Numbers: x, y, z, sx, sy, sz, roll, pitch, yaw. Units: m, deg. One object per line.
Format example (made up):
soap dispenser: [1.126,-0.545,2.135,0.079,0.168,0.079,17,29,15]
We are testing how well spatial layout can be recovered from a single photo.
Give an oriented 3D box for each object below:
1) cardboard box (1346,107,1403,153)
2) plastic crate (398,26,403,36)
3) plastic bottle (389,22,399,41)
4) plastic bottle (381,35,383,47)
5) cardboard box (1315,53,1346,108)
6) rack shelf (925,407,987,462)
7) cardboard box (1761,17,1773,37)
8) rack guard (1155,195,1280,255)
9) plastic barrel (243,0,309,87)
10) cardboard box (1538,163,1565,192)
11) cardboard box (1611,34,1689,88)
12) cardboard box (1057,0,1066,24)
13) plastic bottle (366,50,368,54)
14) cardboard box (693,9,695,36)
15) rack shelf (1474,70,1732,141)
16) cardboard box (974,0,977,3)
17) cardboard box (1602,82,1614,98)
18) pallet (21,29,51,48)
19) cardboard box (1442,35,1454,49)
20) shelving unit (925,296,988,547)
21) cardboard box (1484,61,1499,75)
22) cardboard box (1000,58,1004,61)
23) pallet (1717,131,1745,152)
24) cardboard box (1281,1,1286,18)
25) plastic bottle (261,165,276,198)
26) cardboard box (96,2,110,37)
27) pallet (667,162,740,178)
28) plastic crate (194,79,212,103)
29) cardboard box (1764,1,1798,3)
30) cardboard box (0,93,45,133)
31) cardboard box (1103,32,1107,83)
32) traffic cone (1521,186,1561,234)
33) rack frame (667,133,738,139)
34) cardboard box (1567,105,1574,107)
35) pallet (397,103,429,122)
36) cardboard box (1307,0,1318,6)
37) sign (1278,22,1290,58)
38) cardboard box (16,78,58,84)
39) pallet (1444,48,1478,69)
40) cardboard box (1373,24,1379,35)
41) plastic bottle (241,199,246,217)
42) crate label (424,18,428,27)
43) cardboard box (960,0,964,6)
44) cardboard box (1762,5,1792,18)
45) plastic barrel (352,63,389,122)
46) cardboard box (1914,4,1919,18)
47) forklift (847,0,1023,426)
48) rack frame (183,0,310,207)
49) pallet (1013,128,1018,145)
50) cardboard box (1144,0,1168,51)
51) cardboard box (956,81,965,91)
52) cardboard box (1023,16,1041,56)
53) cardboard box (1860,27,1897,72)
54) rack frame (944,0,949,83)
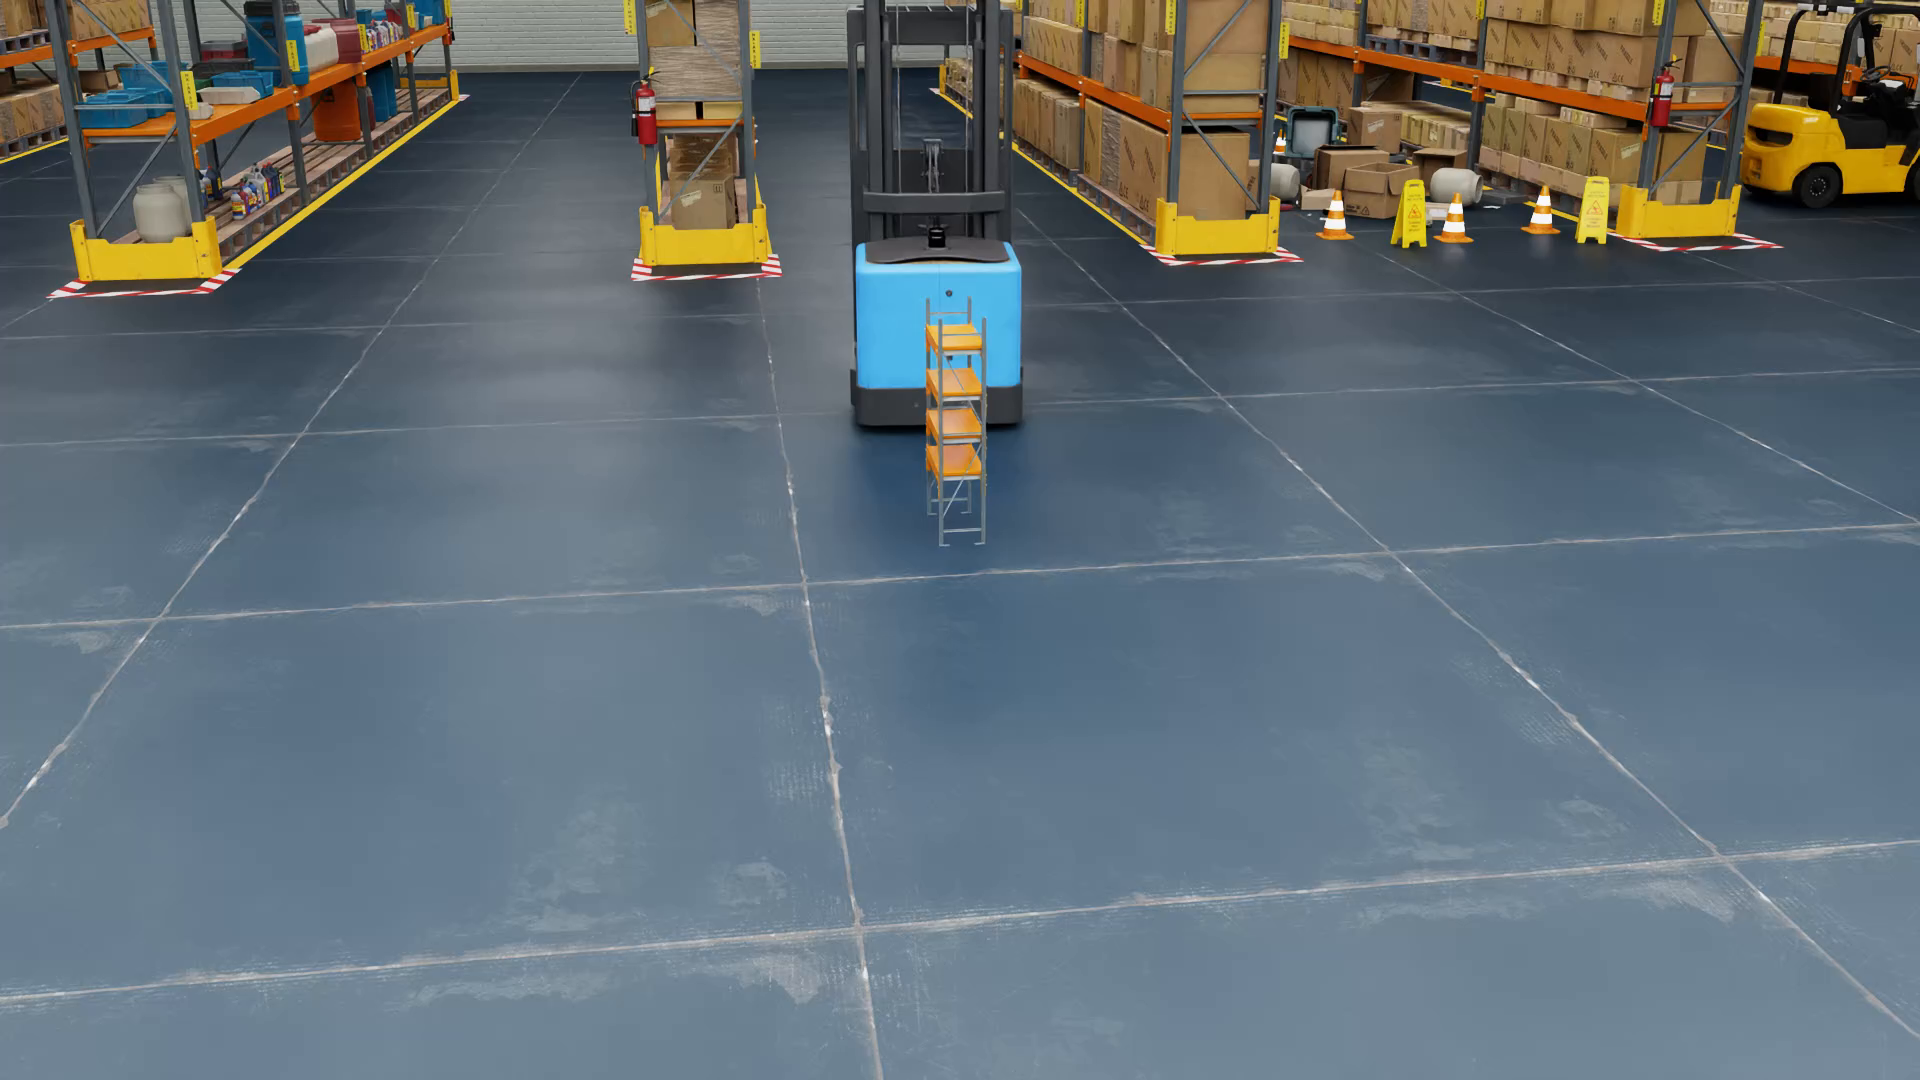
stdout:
cardboard box: [5.060,-5.011,20.335,0.500,0.500,0.500,-3,21,-8]
plastic crate: [-8.970,-8.020,26.194,0.396,0.136,0.243,-3,21,-8]
plastic bottle: [-8.667,-7.769,25.408,0.152,0.276,0.135,-3,21,-8]
plastic bottle: [-8.445,-7.267,24.171,0.097,0.201,0.097,0,20,0]
cardboard box: [6.099,-7.066,25.784,0.875,0.875,0.875,-3,21,-7]
rack shelf: [-0.024,-0.556,8.683,0.258,0.148,0.480,-3,21,-8]
cardboard box: [11.201,-7.031,22.753,0.500,0.250,0.500,-3,21,-7]
rack guard: [2.513,-3.078,16.244,1.175,0.500,0.348,-3,21,-8]
plastic barrel: [-7.647,-5.561,18.603,0.600,0.901,0.708,-3,21,-8]
cardboard box: [6.863,-4.078,18.677,0.500,0.250,0.500,-4,21,-10]
cardboard box: [7.043,-4.902,16.987,0.500,0.500,0.500,-3,21,-9]
cardboard box: [1.636,-6.857,21.217,0.700,0.500,0.500,-3,21,-8]
plastic bottle: [-8.251,-6.883,23.024,0.061,0.283,0.133,-3,21,-8]
cardboard box: [-2.884,-5.221,16.411,0.500,0.500,0.500,-3,21,-8]
rack shelf: [7.105,-4.898,18.571,1.077,0.370,4.000,-3,21,-8]
cardboard box: [0.428,-8.514,26.134,0.380,0.149,0.250,-2,21,-6]
cardboard box: [6.966,-4.715,17.413,0.380,0.149,0.250,-3,21,-9]
pallet: [-13.939,-7.327,24.320,1.003,0.211,1.213,-3,21,-8]
cardboard box: [6.376,-6.350,21.190,0.380,0.149,0.250,-3,21,-9]
shelving unit: [-0.024,-0.619,8.660,0.258,1.200,0.503,-3,21,-8]
cardboard box: [6.545,-5.684,20.007,0.380,0.149,0.250,-3,21,-8]
cardboard box: [0.625,-7.520,26.465,0.500,0.250,0.500,-4,21,-10]
pallet: [11.404,-5.549,23.271,1.003,0.211,1.213,-3,21,-8]
cardboard box: [5.448,-8.694,27.208,0.500,0.250,0.500,-4,21,-9]
plastic bottle: [-7.485,-3.868,17.942,0.144,0.351,0.185,-4,21,-10]
cardboard box: [-13.897,-8.286,26.472,0.500,0.500,0.500,-3,21,-8]
pallet: [-3.103,-4.391,20.170,1.003,0.211,1.213,-3,21,-8]
plastic crate: [-7.974,-4.594,17.032,0.450,0.188,0.662,-3,21,-8]
cardboard box: [11.629,-7.553,23.581,0.380,0.149,0.250,-3,21,-9]
cardboard box: [-13.381,-6.056,23.588,0.500,0.500,0.500,-4,21,-10]
cardboard box: [2.100,-5.396,18.663,0.875,0.550,0.550,-3,21,-8]
traffic cone: [6.055,-3.438,17.259,0.336,0.463,0.334,-3,21,-8]
rack frame: [-3.566,-6.812,22.668,1.000,3.000,0.127,-3,21,-8]
cardboard box: [7.168,-4.996,20.063,0.500,0.500,0.500,-3,21,-9]
pallet: [-9.188,-6.894,26.872,1.003,0.211,1.213,-3,21,-8]
cardboard box: [5.694,-8.518,25.664,0.500,0.500,0.500,-3,21,-9]
sign: [3.060,-4.726,15.733,0.100,0.325,0.005,-3,21,-8]
cardboard box: [-14.309,-6.917,25.893,0.500,0.500,0.500,-3,21,-8]
pallet: [6.851,-6.109,21.060,1.003,0.211,1.213,-3,21,-8]
cardboard box: [6.103,-7.269,23.651,0.380,0.149,0.250,-4,21,-11]
plastic bottle: [-7.282,-3.367,16.815,0.097,0.201,0.097,0,20,0]
crate label: [-9.232,-8.767,28.194,0.396,0.136,0.243,-3,21,-8]
cardboard box: [0.287,-9.104,28.236,0.500,0.500,0.500,-3,21,-8]
cardboard box: [11.131,-7.165,22.544,0.380,0.149,0.250,-3,21,-9]
plastic barrel: [-8.880,-6.727,24.838,0.600,0.901,0.708,-3,21,-8]
cardboard box: [11.589,-6.275,19.736,0.380,0.149,0.250,-2,21,-7]
forklift: [-0.208,-2.559,11.380,1.130,2.935,3.031,-1,21,-3]
rack frame: [-7.891,-5.178,18.292,1.000,3.000,0.127,-3,21,-8]
pallet: [1.245,-5.992,24.457,1.003,0.211,1.213,-3,21,-8]
cardboard box: [2.324,-5.150,16.460,0.875,0.550,0.550,-3,21,-8]
cardboard box: [0.133,-8.021,29.378,0.380,0.149,0.250,-4,21,-10]
cardboard box: [1.154,-6.905,22.774,0.500,0.500,0.500,-3,21,-7]
cardboard box: [11.534,-6.059,20.508,0.500,0.500,0.500,-3,21,-9]
rack frame: [0.203,-9.797,30.661,1.000,3.000,0.127,-3,21,-8]
